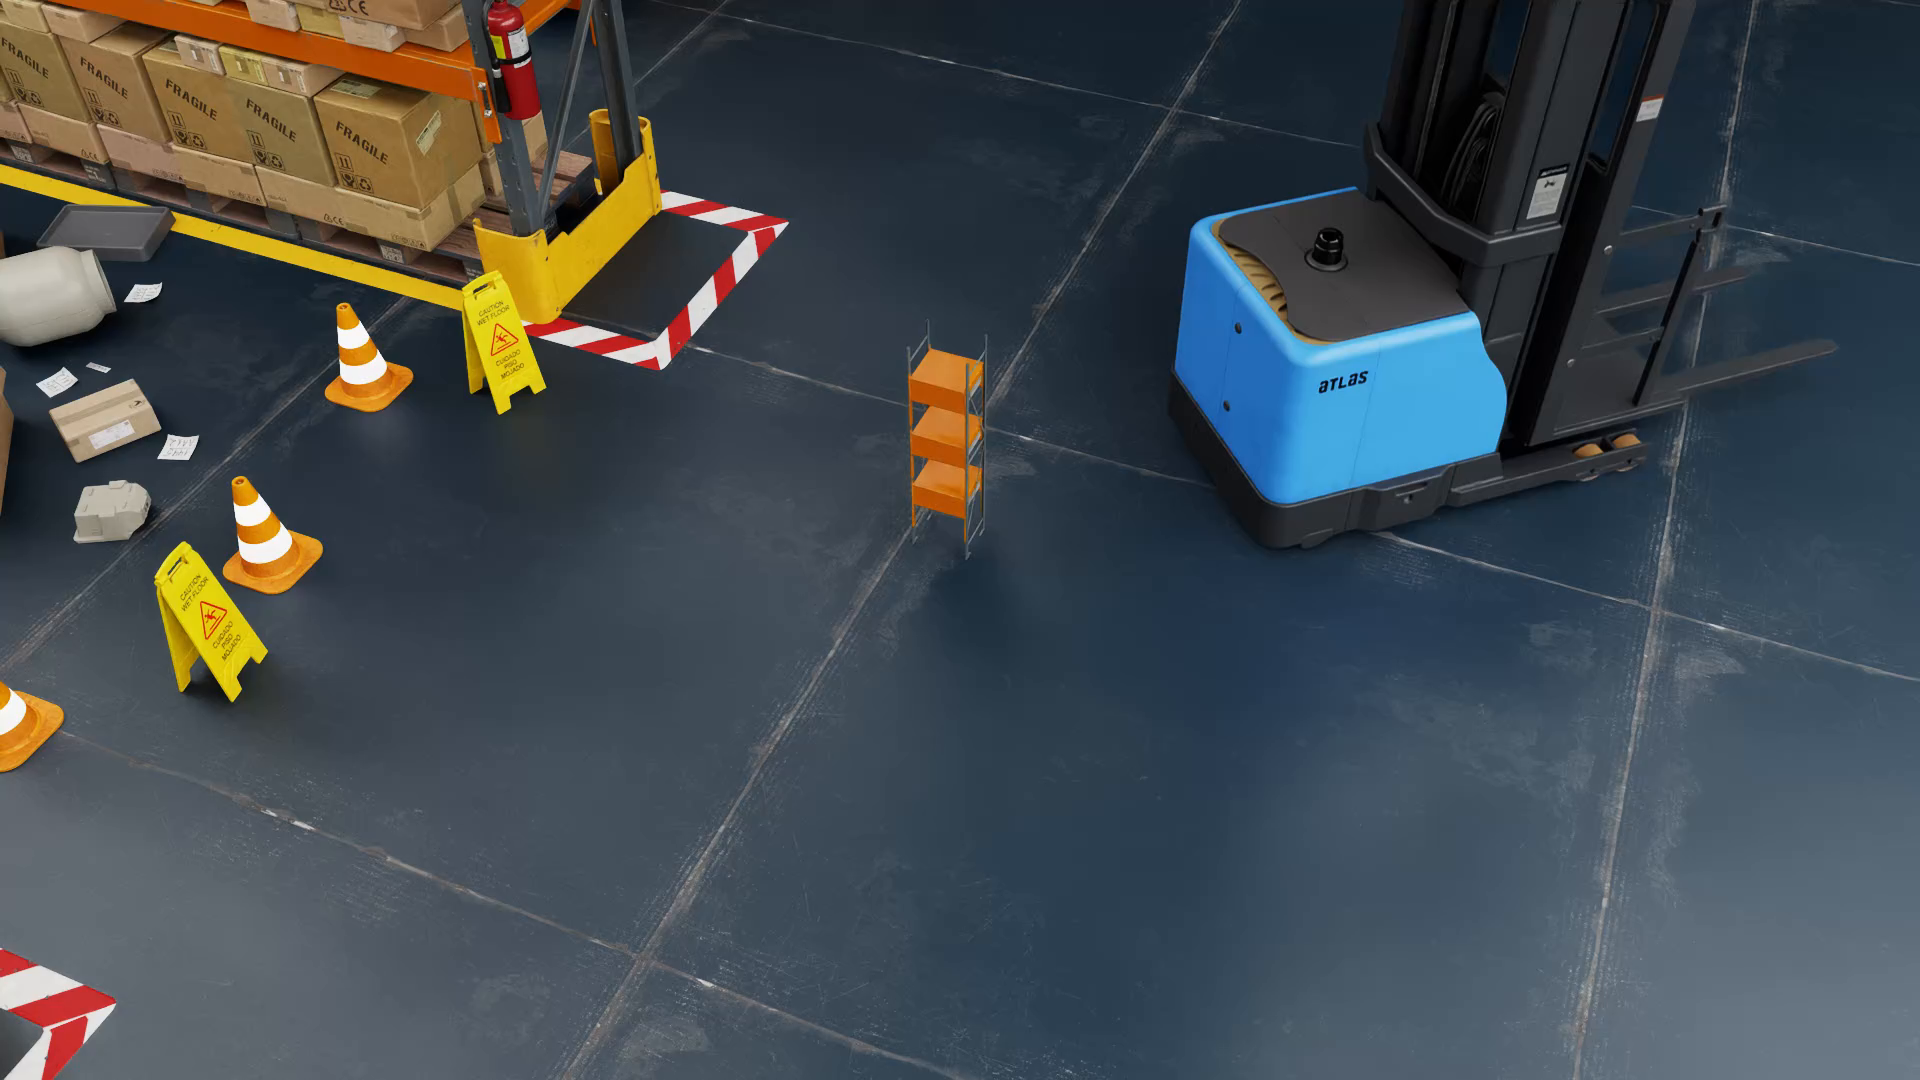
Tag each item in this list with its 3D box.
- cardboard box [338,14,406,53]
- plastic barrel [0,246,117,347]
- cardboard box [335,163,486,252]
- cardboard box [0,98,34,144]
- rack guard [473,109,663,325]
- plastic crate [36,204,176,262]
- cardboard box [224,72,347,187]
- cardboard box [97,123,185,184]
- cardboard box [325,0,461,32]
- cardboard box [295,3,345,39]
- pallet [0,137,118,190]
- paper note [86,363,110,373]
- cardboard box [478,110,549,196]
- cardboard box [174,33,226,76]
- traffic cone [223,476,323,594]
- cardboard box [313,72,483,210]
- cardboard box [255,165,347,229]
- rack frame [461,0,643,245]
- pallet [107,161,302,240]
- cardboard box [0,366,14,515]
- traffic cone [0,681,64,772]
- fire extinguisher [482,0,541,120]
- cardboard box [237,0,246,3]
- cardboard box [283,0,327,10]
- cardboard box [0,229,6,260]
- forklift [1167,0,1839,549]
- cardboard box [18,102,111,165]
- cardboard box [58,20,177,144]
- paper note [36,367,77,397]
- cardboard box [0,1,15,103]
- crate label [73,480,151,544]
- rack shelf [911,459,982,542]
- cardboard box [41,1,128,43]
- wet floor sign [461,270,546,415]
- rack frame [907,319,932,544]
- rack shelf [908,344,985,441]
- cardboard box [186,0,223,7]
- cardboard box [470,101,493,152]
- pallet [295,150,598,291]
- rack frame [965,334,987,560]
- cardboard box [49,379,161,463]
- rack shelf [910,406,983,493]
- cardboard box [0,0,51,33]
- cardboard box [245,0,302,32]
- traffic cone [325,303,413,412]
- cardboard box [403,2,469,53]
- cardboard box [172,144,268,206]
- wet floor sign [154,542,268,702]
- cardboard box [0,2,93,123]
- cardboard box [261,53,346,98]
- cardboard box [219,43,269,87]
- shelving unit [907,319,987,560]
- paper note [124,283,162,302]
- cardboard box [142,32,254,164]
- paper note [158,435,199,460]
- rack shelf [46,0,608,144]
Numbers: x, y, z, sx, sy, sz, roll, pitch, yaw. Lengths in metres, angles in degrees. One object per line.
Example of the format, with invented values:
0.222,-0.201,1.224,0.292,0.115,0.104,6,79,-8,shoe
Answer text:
-2.585,-2.381,7.534,0.250,0.149,0.380,16,47,15,cardboard box
-4.371,-1.174,7.968,0.512,0.421,0.421,-20,48,-19,plastic barrel
-2.753,-1.737,8.359,0.500,0.250,0.500,16,47,16,cardboard box
-5.133,-2.436,9.062,0.500,0.250,0.500,14,47,14,cardboard box
-1.952,-1.646,8.389,0.348,0.500,1.175,16,47,16,rack guard
-4.440,-1.603,8.643,0.583,0.080,0.402,2,45,2,plastic crate
-3.204,-2.139,8.232,0.500,0.500,0.500,18,48,17,cardboard box
-4.145,-2.156,8.781,0.500,0.250,0.500,16,47,15,cardboard box
-2.488,-2.621,7.314,0.500,0.500,0.500,16,47,15,cardboard box
-2.814,-2.465,7.618,0.250,0.149,0.380,16,47,15,cardboard box
-4.940,-2.450,9.402,1.213,0.211,1.003,16,47,16,pallet
-4.097,-0.820,7.906,0.123,0.001,0.032,16,47,16,paper note
-2.519,-2.085,8.709,0.500,0.250,0.500,16,47,16,cardboard box
-3.559,-2.428,8.063,0.250,0.149,0.380,18,48,18,cardboard box
-2.889,-0.074,6.836,0.334,0.463,0.336,16,47,16,traffic cone
-2.721,-1.999,8.092,0.500,0.500,0.500,17,47,16,cardboard box
-3.206,-1.876,8.499,0.500,0.250,0.500,17,47,16,cardboard box
-1.881,-2.512,7.487,0.127,3.000,1.000,16,47,16,rack frame
-3.810,-2.120,9.070,1.213,0.211,1.003,16,47,16,pallet
-4.477,-0.456,7.190,0.637,0.503,0.797,-12,46,-12,cardboard box
-3.637,0.569,6.189,0.334,0.463,0.336,16,47,16,traffic cone
-1.953,-2.153,7.181,0.183,0.674,0.296,16,47,16,fire extinguisher
-3.245,-2.676,7.830,0.250,0.149,0.380,17,47,16,cardboard box
-2.949,-2.760,7.454,0.500,0.500,0.500,17,47,16,cardboard box
-5.108,-1.536,8.276,0.500,0.500,0.500,-20,48,-19,cardboard box
2.517,-1.637,6.656,3.031,2.935,1.130,-14,47,-14,forklift
-4.636,-2.298,8.924,0.500,0.250,0.500,19,48,18,cardboard box
-4.156,-2.422,8.517,0.500,0.500,0.500,19,48,18,cardboard box
-4.246,-0.744,7.823,0.142,0.019,0.148,33,54,29,paper note
-5.133,-2.702,8.798,0.500,0.500,0.500,19,48,18,cardboard box
-3.638,-0.132,7.125,0.298,0.136,0.250,-5,45,-5,crate label
-0.049,-0.182,6.937,0.240,0.259,0.215,16,47,16,rack shelf
-4.316,-2.649,8.285,0.250,0.149,0.380,19,48,18,cardboard box
-2.118,-0.929,7.565,0.232,0.644,0.267,33,54,29,wet floor sign
-0.162,-0.420,6.767,0.008,1.050,0.200,16,47,16,rack frame
-0.049,-0.580,6.541,0.240,0.259,0.215,16,47,16,rack shelf
-3.516,-2.687,7.841,0.250,0.149,0.380,16,47,15,cardboard box
-2.542,-2.357,8.451,0.500,0.500,0.500,15,47,15,cardboard box
-2.688,-1.787,8.736,1.213,0.211,1.003,16,47,16,pallet
0.063,-0.354,6.700,0.008,1.050,0.200,16,47,16,rack frame
-3.868,-0.542,7.528,0.380,0.149,0.250,-28,51,-25,cardboard box
-0.049,-0.379,6.741,0.240,0.259,0.215,16,47,16,rack shelf
-4.565,-2.720,8.357,0.250,0.149,0.380,18,48,17,cardboard box
-3.063,-2.515,7.668,0.250,0.149,0.380,17,47,17,cardboard box
-2.775,-0.889,7.655,0.334,0.463,0.336,16,47,16,traffic cone
-2.309,-2.385,7.537,0.250,0.149,0.380,18,48,17,cardboard box
-3.691,-2.014,8.639,0.500,0.250,0.500,15,47,14,cardboard box
-2.905,0.292,6.338,0.232,0.644,0.267,9,46,9,wet floor sign
-4.634,-2.564,8.659,0.500,0.500,0.500,18,48,17,cardboard box
-3.086,-2.285,7.919,0.250,0.149,0.380,18,48,17,cardboard box
-3.317,-2.356,7.990,0.250,0.149,0.380,17,47,16,cardboard box
-0.049,-0.387,6.733,0.252,1.050,0.215,16,47,16,shelving unit
-4.082,-1.239,8.313,0.148,0.019,0.142,2,45,2,paper note
-3.667,-2.281,8.374,0.500,0.500,0.500,15,47,15,cardboard box
-3.520,-0.420,7.489,0.142,0.019,0.148,2,45,2,paper note
-3.727,-2.800,8.286,4.000,0.370,1.077,16,47,16,rack shelf
